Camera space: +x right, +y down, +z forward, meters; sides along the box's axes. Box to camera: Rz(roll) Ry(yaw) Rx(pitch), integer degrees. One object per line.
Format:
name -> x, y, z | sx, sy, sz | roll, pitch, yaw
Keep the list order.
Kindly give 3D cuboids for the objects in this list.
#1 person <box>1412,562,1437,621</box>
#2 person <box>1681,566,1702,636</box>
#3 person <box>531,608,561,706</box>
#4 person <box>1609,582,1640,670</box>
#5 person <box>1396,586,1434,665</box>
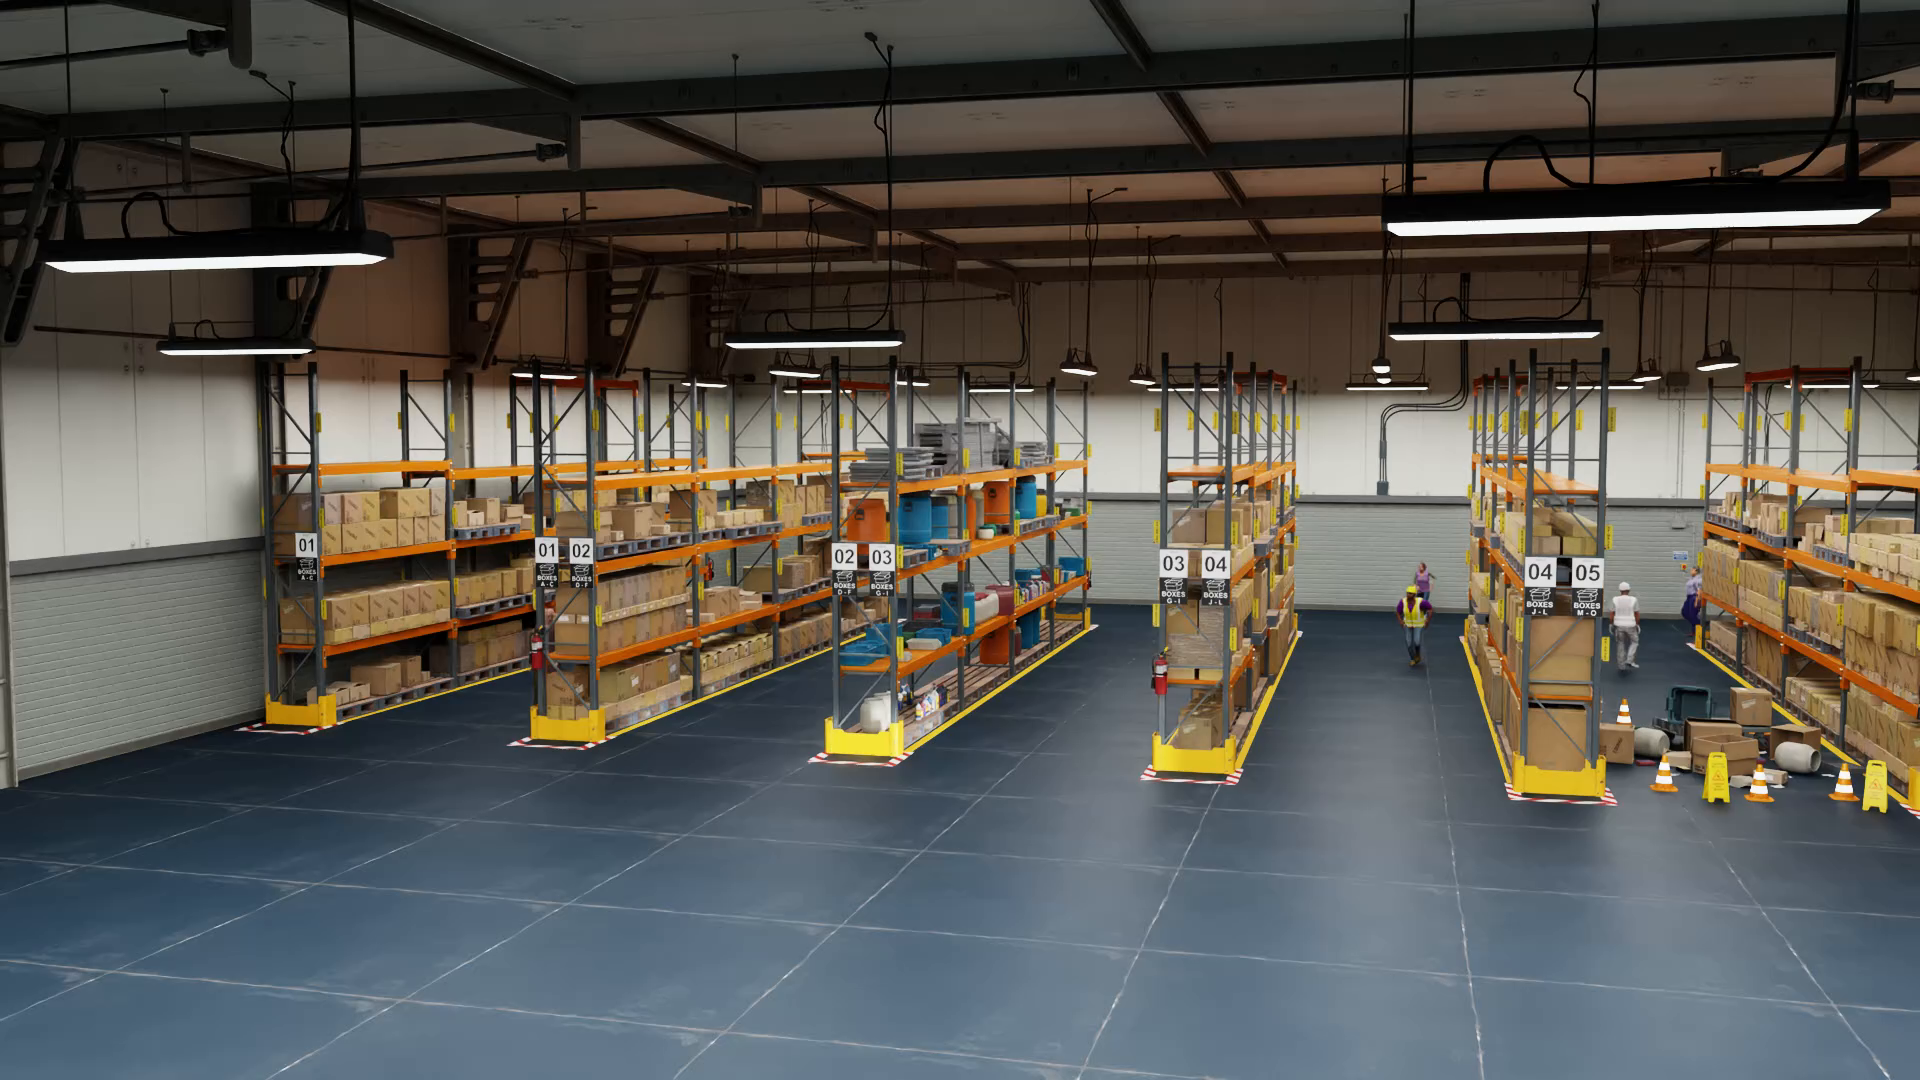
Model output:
person -> 11.637, 1.297, 41.681 | 0.576, 1.513, 0.792 | 2, 4, 25
person -> 17.211, 1.429, 38.960 | 0.478, 1.626, 0.509 | 0, 4, 5
person -> -7.182, 2.108, 28.866 | 0.593, 1.808, 0.732 | 0, 4, 3
person -> 13.464, 1.751, 33.684 | 0.587, 1.781, 0.513 | 2, 4, 25
person -> 9.357, 1.765, 34.204 | 0.752, 1.666, 0.691 | 2, 4, 24
